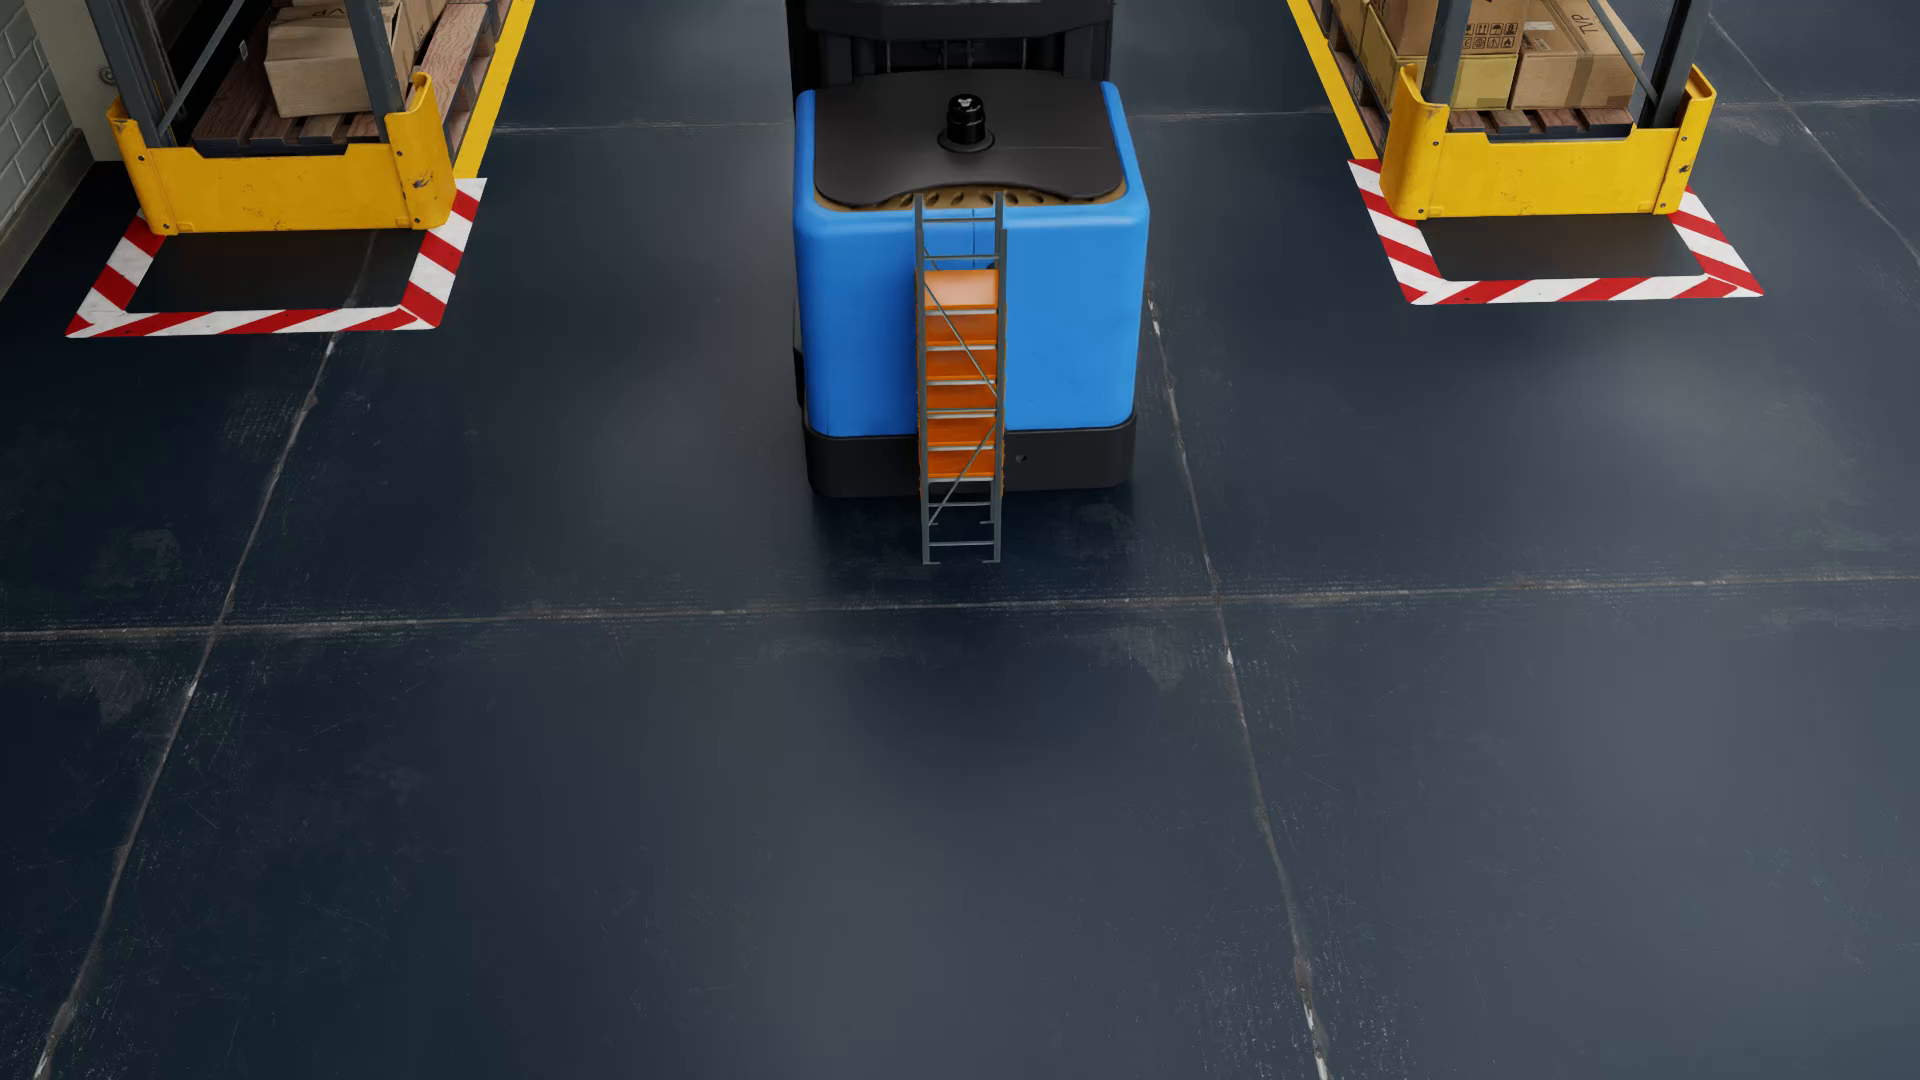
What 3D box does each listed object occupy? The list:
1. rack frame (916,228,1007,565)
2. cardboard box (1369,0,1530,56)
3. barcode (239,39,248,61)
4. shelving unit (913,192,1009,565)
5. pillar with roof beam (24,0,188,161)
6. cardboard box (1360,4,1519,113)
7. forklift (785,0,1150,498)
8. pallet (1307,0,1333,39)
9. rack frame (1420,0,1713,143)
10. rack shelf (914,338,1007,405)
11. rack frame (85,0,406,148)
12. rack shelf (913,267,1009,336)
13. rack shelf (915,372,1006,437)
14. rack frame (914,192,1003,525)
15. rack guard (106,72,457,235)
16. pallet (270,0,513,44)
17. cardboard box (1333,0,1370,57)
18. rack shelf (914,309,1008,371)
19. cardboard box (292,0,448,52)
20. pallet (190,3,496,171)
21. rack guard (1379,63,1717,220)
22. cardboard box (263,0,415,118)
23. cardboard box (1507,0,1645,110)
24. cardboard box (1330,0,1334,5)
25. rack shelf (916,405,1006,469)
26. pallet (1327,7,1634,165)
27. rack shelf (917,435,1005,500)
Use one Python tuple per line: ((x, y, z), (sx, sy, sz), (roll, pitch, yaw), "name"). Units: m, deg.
((0.004, -0.371, 4.767), (0.240, 1.200, 0.006), (-2, 43, -2), "rack frame")
((1.994, -2.304, 6.713), (0.500, 0.500, 0.500), (-2, 43, -2), "cardboard box")
((-2.975, -2.033, 6.906), (0.001, 0.075, 0.075), (-2, 43, -2), "barcode")
((0.001, -0.433, 4.834), (0.258, 1.200, 0.189), (-2, 43, -2), "shelving unit")
((0.772, -5.171, 4.232), (9.100, 9.000, 0.400), (-2, 43, -2), "pillar with roof beam")
((1.996, -2.028, 6.967), (0.500, 0.250, 0.500), (-2, 43, -2), "cardboard box")
((-0.048, -2.199, 5.480), (1.130, 2.935, 3.031), (-2, 43, -3), "forklift")
((2.191, -2.842, 8.194), (1.003, 0.211, 1.213), (-2, 43, -2), "pallet")
((2.314, -2.533, 5.794), (1.000, 3.000, 0.127), (-2, 43, -2), "rack frame")
((0.001, -0.488, 4.783), (0.258, 0.103, 0.180), (-2, 43, -2), "rack shelf")
((-2.635, -2.389, 5.636), (1.000, 3.000, 0.127), (-2, 43, -2), "rack frame")
((0.001, -0.665, 4.621), (0.258, 0.103, 0.180), (-2, 43, -2), "rack shelf")
((0.001, -0.400, 4.864), (0.258, 0.103, 0.180), (-2, 43, -2), "rack shelf")
((-0.003, -0.494, 4.901), (0.240, 1.200, 0.006), (-2, 43, -2), "rack frame")
((-2.638, -1.518, 6.537), (1.175, 0.500, 0.348), (-2, 43, -2), "rack guard")
((-2.686, -2.783, 8.130), (1.003, 0.211, 1.213), (-2, 43, -2), "pallet")
((1.963, -2.365, 7.335), (0.500, 0.250, 0.500), (-2, 43, -2), "cardboard box")
((0.001, -0.577, 4.702), (0.258, 0.103, 0.180), (-2, 43, -2), "rack shelf")
((-2.599, -2.414, 7.328), (0.500, 0.311, 0.500), (2, 43, 2), "cardboard box")
((-2.637, -1.961, 7.234), (1.003, 0.211, 1.213), (-2, 43, -2), "pallet")
((2.315, -1.596, 6.621), (1.175, 0.500, 0.348), (-2, 43, -2), "rack guard")
((-2.574, -2.029, 6.908), (0.500, 0.311, 0.500), (-6, 43, -7), "cardboard box")
((2.514, -2.043, 6.983), (0.500, 0.250, 0.500), (-2, 43, -2), "cardboard box")
((1.940, -2.703, 7.703), (0.500, 0.250, 0.500), (-2, 43, -2), "cardboard box")
((0.001, -0.311, 4.945), (0.258, 0.103, 0.180), (-2, 43, -2), "rack shelf")
((2.240, -2.020, 7.298), (1.003, 0.211, 1.213), (-2, 43, -2), "pallet")
((0.001, -0.223, 5.026), (0.258, 0.103, 0.180), (-2, 43, -2), "rack shelf")
